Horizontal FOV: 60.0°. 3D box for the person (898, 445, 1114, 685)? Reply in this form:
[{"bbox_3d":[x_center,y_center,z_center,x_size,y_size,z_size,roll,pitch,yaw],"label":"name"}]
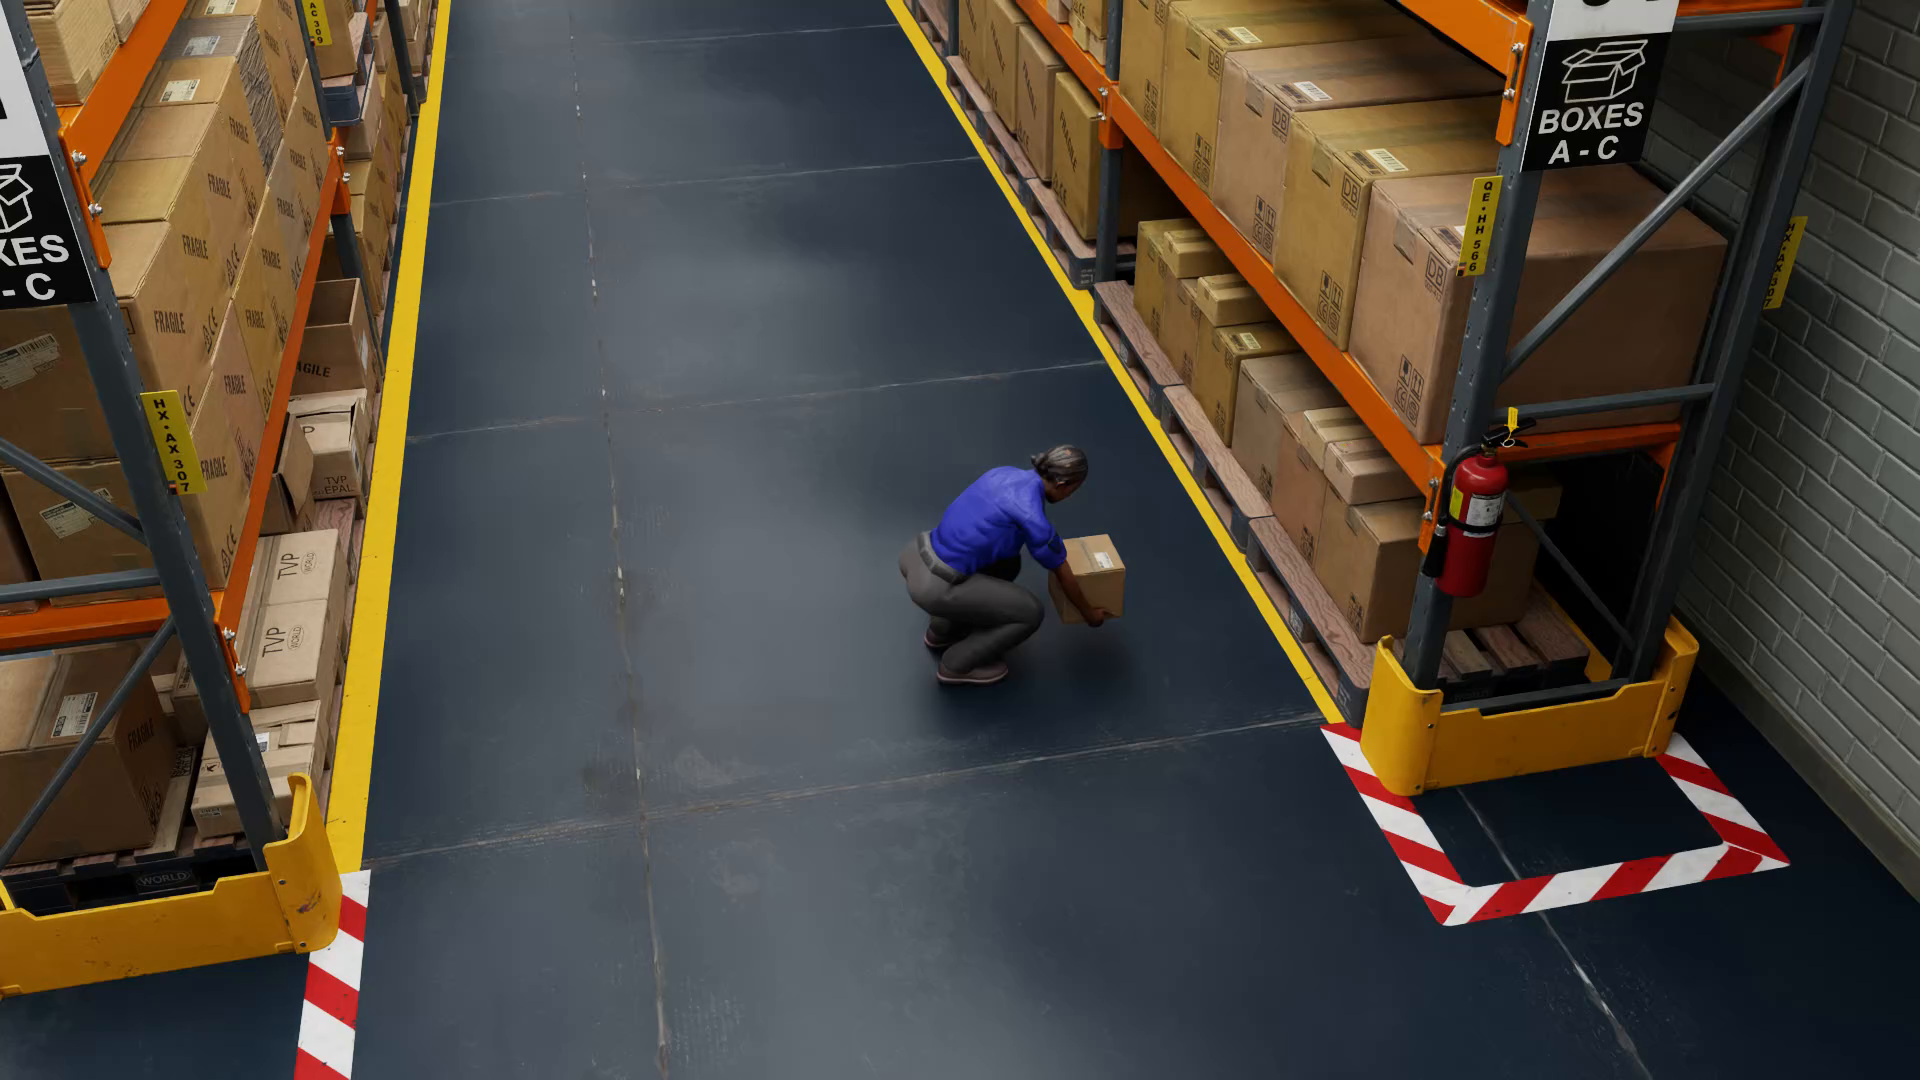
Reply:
[{"bbox_3d":[0.181,0.087,6.668,0.860,0.939,0.459,-8,35,-12],"label":"person"}]
